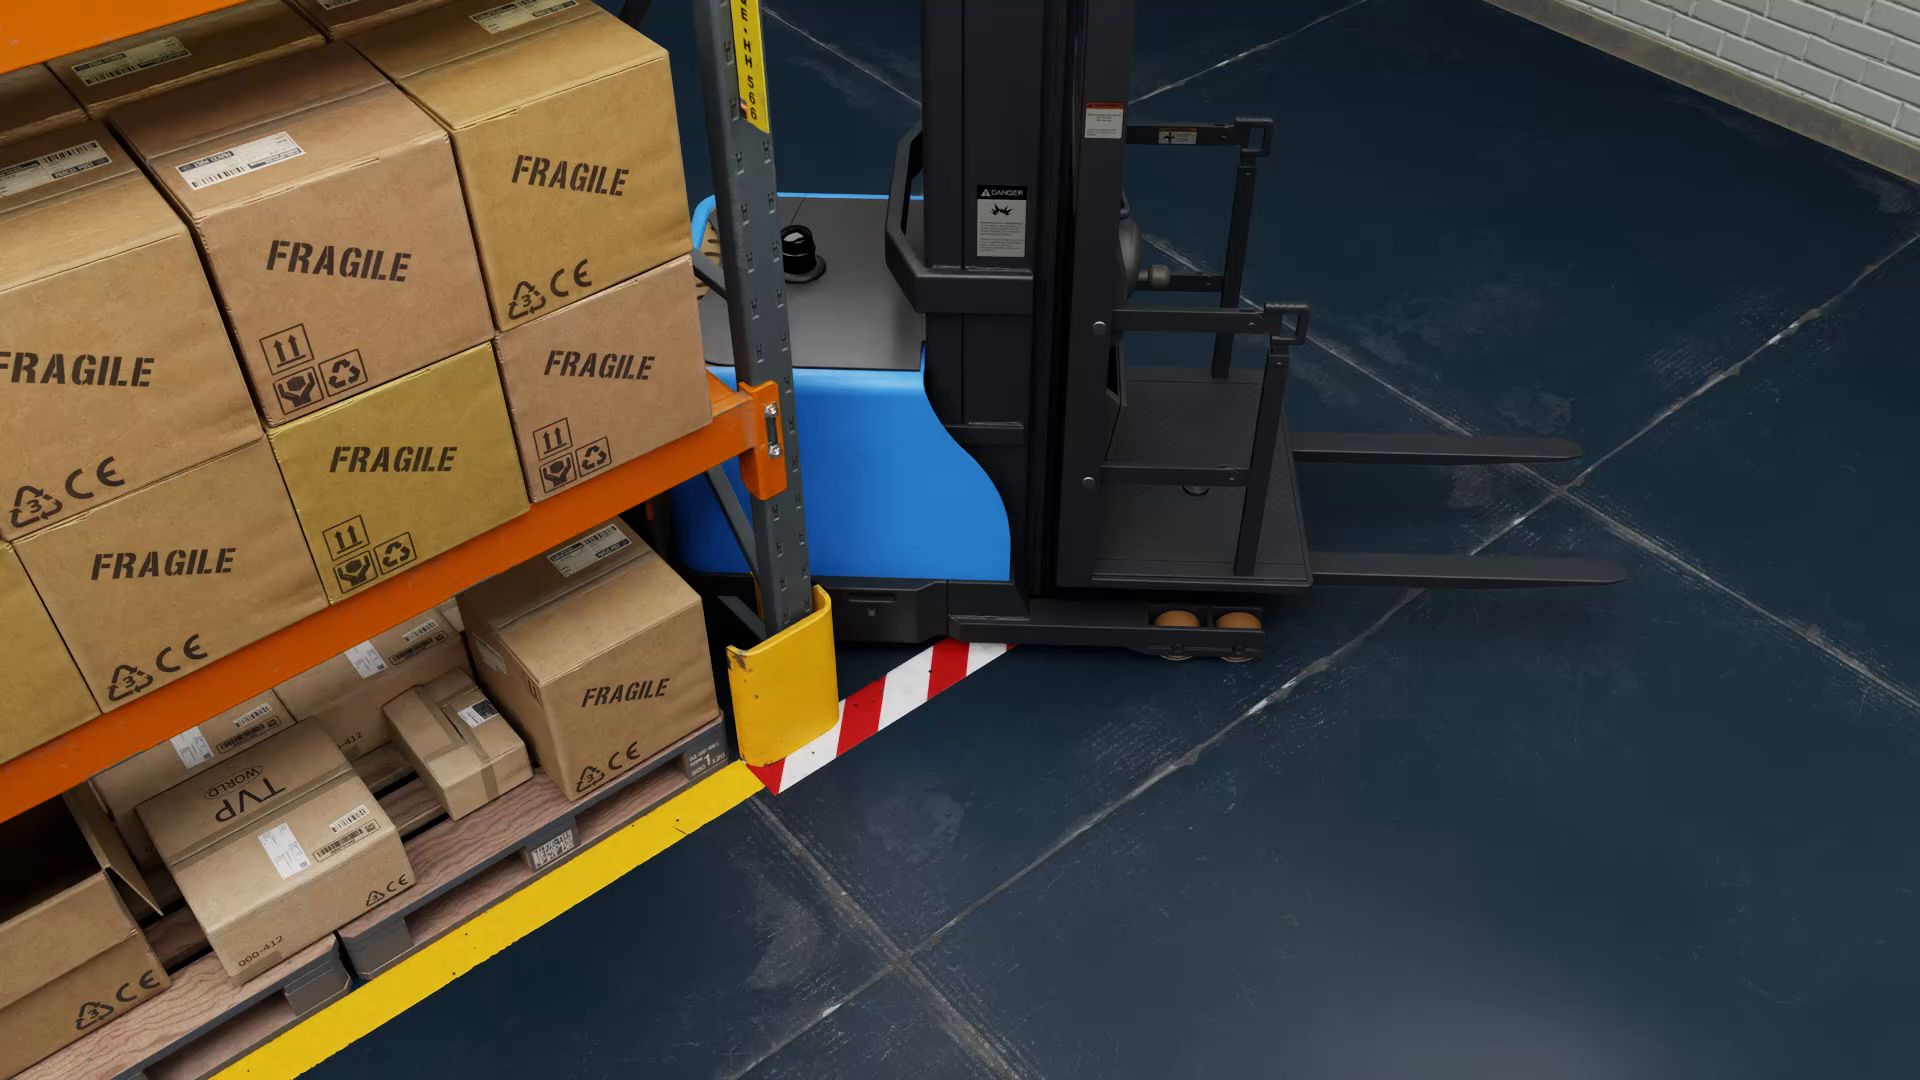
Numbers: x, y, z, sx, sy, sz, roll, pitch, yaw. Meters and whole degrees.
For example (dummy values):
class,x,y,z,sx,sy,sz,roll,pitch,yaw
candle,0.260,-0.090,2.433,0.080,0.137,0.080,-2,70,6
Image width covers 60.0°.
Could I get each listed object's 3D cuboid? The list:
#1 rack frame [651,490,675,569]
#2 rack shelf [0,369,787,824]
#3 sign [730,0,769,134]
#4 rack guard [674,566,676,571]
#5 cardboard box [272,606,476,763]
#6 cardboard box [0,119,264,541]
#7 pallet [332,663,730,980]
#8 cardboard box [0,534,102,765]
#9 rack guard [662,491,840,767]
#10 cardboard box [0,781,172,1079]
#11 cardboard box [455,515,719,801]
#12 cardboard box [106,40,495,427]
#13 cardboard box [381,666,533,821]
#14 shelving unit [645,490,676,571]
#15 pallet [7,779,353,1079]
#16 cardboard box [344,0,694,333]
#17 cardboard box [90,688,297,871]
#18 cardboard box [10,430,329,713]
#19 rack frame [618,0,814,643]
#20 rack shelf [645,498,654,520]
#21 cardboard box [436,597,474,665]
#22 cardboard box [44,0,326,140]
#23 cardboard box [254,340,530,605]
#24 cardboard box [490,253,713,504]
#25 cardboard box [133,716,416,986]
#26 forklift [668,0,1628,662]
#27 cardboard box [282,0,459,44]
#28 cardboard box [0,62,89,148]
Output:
class,x,y,z,sx,sy,sz,roll,pitch,yaw
rack frame,-0.909,-0.434,5.044,0.032,1.500,0.500,2,43,-1
rack shelf,-2.330,0.336,3.727,4.000,0.370,1.077,-30,51,-28
sign,-0.455,-1.042,3.591,0.005,0.325,0.100,-30,51,-28
rack guard,-0.948,0.023,5.469,0.087,0.250,0.587,2,43,-1
cardboard box,-1.778,0.347,4.877,0.500,0.250,0.500,-30,51,-28
cardboard box,-1.742,-0.413,3.195,0.500,0.500,0.500,-28,50,-27
pallet,-1.465,0.596,4.962,1.213,0.211,1.003,-30,51,-28
cardboard box,-2.133,0.166,3.309,0.500,0.500,0.500,-31,51,-28
rack guard,-0.854,0.140,5.236,0.348,0.500,1.175,-30,51,-28
cardboard box,-2.426,0.874,4.131,0.637,0.503,0.797,-30,51,-28
cardboard box,-1.055,0.314,4.729,0.500,0.500,0.500,-30,51,-28
cardboard box,-1.348,-0.643,3.441,0.500,0.500,0.500,-28,50,-27
cardboard box,-1.423,0.567,4.704,0.250,0.166,0.380,-30,51,-28
shelving unit,-1.426,-0.451,5.038,1.083,1.500,0.587,2,43,-1
pallet,-2.400,1.129,4.394,1.213,0.211,1.003,-30,51,-28
cardboard box,-0.961,-0.866,3.677,0.500,0.500,0.500,-30,51,-28
cardboard box,-2.162,0.566,4.643,0.500,0.250,0.500,-30,51,-28
cardboard box,-1.746,-0.056,3.545,0.500,0.500,0.500,-29,51,-28
rack frame,-0.796,-0.805,4.416,0.127,3.000,1.000,-30,51,-28
rack shelf,-1.422,-0.319,5.161,1.000,0.185,0.538,2,43,-1
cardboard box,-1.529,0.181,5.114,0.250,0.166,0.380,-30,51,-28
cardboard box,-1.701,-0.916,3.730,0.500,0.500,0.500,-29,51,-27
cardboard box,-1.360,-0.272,3.775,0.500,0.500,0.500,-29,51,-28
cardboard box,-0.965,-0.501,4.020,0.500,0.500,0.500,-28,50,-27
cardboard box,-1.803,0.807,4.387,0.500,0.250,0.500,-30,51,-28
forklift,0.627,-1.051,4.728,3.031,2.935,1.130,2,43,2
cardboard box,-1.305,-1.149,3.979,0.500,0.500,0.500,-28,50,-27
cardboard box,-2.088,-0.698,3.499,0.500,0.500,0.500,-29,50,-27
